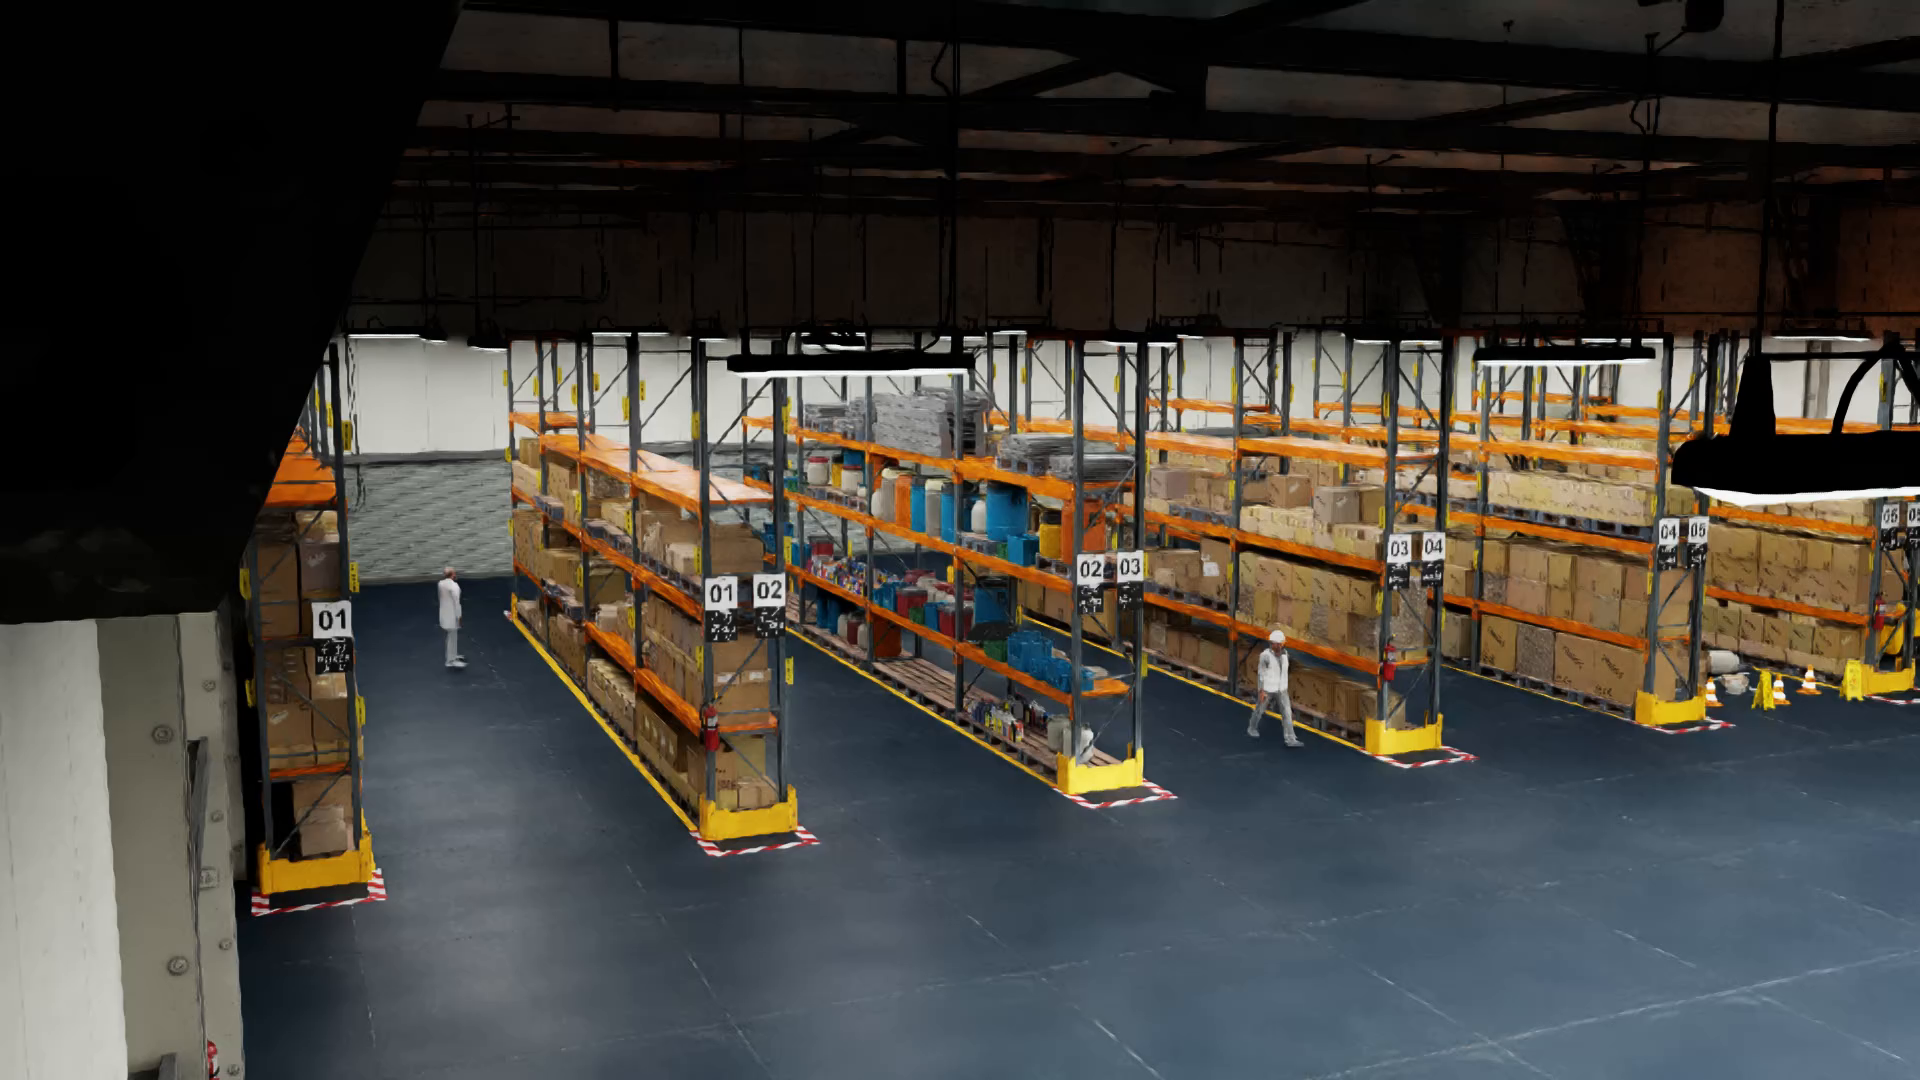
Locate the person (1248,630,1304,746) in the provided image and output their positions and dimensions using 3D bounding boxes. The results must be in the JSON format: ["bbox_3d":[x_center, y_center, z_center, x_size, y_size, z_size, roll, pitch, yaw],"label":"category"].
[{"bbox_3d":[4.615,2.157,24.493,0.543,1.700,1.115,-3,8,-21],"label":"person"}]

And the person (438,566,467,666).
[{"bbox_3d":[-9.145,1.355,30.010,0.653,1.787,0.522,7,10,41],"label":"person"}]
